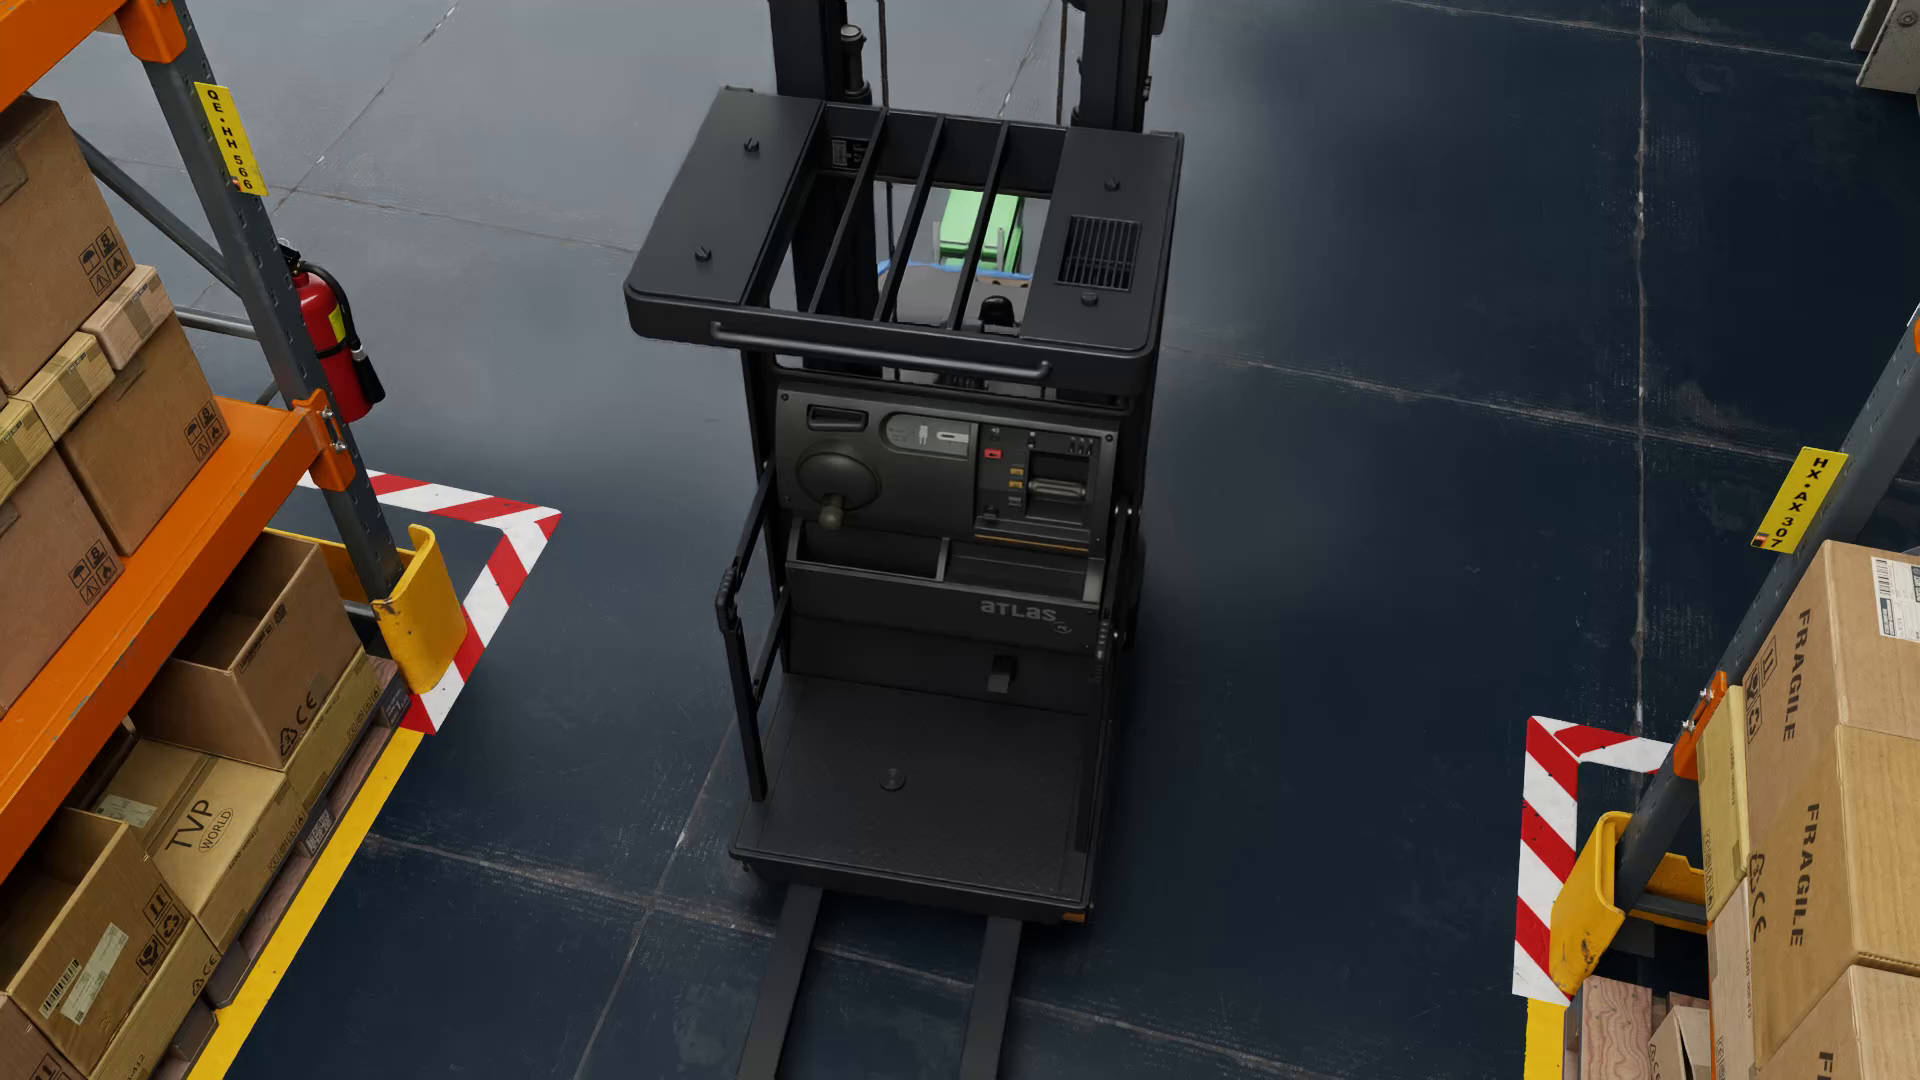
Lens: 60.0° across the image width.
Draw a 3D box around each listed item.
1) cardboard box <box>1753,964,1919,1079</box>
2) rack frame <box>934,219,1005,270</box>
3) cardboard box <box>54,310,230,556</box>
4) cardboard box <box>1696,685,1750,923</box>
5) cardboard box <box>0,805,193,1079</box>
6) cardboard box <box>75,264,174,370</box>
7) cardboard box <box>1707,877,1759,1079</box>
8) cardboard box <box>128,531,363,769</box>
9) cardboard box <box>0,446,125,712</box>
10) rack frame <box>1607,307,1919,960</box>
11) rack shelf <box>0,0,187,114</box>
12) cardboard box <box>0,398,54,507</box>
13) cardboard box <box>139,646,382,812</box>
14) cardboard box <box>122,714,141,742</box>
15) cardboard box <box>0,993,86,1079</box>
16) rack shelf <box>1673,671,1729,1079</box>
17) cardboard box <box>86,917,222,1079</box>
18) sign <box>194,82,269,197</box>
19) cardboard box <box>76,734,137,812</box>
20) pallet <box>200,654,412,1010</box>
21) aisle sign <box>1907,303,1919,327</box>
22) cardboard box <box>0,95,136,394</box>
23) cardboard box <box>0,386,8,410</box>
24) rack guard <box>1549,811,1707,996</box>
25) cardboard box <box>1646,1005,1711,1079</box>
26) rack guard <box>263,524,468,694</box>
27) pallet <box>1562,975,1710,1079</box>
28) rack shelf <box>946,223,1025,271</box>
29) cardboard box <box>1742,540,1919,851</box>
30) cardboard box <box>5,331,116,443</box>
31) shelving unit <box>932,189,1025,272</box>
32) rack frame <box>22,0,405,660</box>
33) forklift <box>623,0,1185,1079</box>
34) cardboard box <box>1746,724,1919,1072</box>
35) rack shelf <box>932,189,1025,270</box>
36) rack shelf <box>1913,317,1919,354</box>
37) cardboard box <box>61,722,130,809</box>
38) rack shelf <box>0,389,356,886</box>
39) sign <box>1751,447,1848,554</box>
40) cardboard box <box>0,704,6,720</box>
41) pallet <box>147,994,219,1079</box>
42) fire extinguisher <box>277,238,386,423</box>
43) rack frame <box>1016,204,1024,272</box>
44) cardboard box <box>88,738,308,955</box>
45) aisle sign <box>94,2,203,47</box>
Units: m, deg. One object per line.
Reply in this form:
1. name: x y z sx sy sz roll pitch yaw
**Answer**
1. cardboard box: 1.718 1.117 2.850 0.500 0.500 0.500 10 49 9
2. rack frame: 0.030 -0.666 6.037 0.240 1.200 0.015 8 49 7
3. cardboard box: -2.500 -0.365 4.505 0.700 0.500 0.500 12 50 10
4. cardboard box: 1.980 0.641 3.770 0.500 0.250 0.500 10 49 9
5. cardboard box: -2.468 1.028 4.395 0.500 0.500 0.500 12 50 10
6. cardboard box: -2.282 -0.601 4.280 0.380 0.149 0.250 11 49 9
7. cardboard box: 1.857 1.019 3.436 0.500 0.250 0.500 10 49 9
8. cardboard box: -2.219 0.302 5.036 0.500 0.500 0.500 12 50 10
9. cardboard box: -2.634 0.016 4.169 0.700 0.500 0.500 13 50 11
10. rack frame: 2.415 0.308 3.978 1.000 3.000 0.127 12 50 10
11. rack shelf: -2.891 0.025 2.706 1.077 0.370 4.000 12 50 10
12. cardboard box: -2.416 -0.226 3.950 0.380 0.149 0.250 11 49 9
13. cardboard box: -2.221 0.550 5.318 0.500 0.250 0.500 12 50 10
14. cardboard box: -2.721 0.448 5.408 0.500 0.250 0.500 12 50 10
15. cardboard box: -2.601 1.390 4.076 0.500 0.500 0.500 12 50 10
16. rack shelf: 1.889 1.992 2.971 1.077 0.370 4.000 12 50 10
17. cardboard box: -2.471 1.276 4.677 0.500 0.250 0.500 12 50 10
18. sign: -1.845 -1.012 4.212 0.100 0.325 0.005 12 50 10
19. cardboard box: -2.849 0.810 5.088 0.500 0.250 0.500 12 50 10
20. pallet: -2.526 0.817 5.388 1.003 0.211 1.213 12 50 10
21. aisle sign: 2.145 -0.664 3.101 0.394 0.787 0.004 12 50 10
22. cardboard box: -2.514 -0.756 3.985 0.700 0.500 0.500 12 50 10
23. cardboard box: -2.647 -0.375 3.648 0.700 0.500 0.500 10 49 9
24. rack guard: 2.395 1.190 4.866 1.175 0.500 0.348 12 50 10
25. cardboard box: 2.146 1.535 4.395 0.500 0.311 0.500 7 49 6
26. rack guard: -2.359 0.143 5.791 1.175 0.500 0.348 12 50 10
27. pallet: 2.147 1.866 4.462 1.003 0.211 1.213 12 50 10
28. rack shelf: 0.073 -0.962 6.064 0.258 0.148 0.480 8 49 7
29. cardboard box: 2.000 0.389 3.493 0.500 0.500 0.500 12 50 10
30. cardboard box: -2.349 -0.411 4.113 0.380 0.149 0.250 13 50 11
31. shelving unit: 0.073 -0.846 6.196 0.258 1.200 0.503 8 49 7
32. rack frame: -2.365 -0.667 4.838 1.000 3.000 0.127 12 50 10
33. forklift: -0.079 -0.084 4.369 1.130 2.935 3.031 8 49 7
34. cardboard box: 1.860 0.744 3.179 0.500 0.500 0.500 12 50 10
35. rack shelf: 0.073 -1.121 5.884 0.258 0.148 0.480 8 49 7
36. rack shelf: 1.889 1.000 1.846 1.077 0.370 4.000 12 50 10
37. cardboard box: -2.850 0.562 4.807 0.500 0.500 0.500 12 50 10
38. rack shelf: -2.891 1.018 3.831 1.077 0.370 4.000 12 50 10
39. sign: 1.892 -0.086 3.748 0.100 0.325 0.005 12 50 10
40. cardboard box: -2.770 0.374 3.853 0.700 0.500 0.500 12 50 10
41. pallet: -2.849 1.697 4.612 1.003 0.211 1.213 12 50 10
42. fire extinguisher: -1.886 -0.635 4.862 0.296 0.674 0.183 12 50 10
43. rack frame: 0.116 -1.026 6.355 0.240 1.200 0.015 8 49 7
44. cardboard box: -2.341 0.914 4.997 0.500 0.250 0.500 12 50 10
45. aisle sign: -2.064 -1.517 3.854 0.394 0.787 0.004 12 50 10
